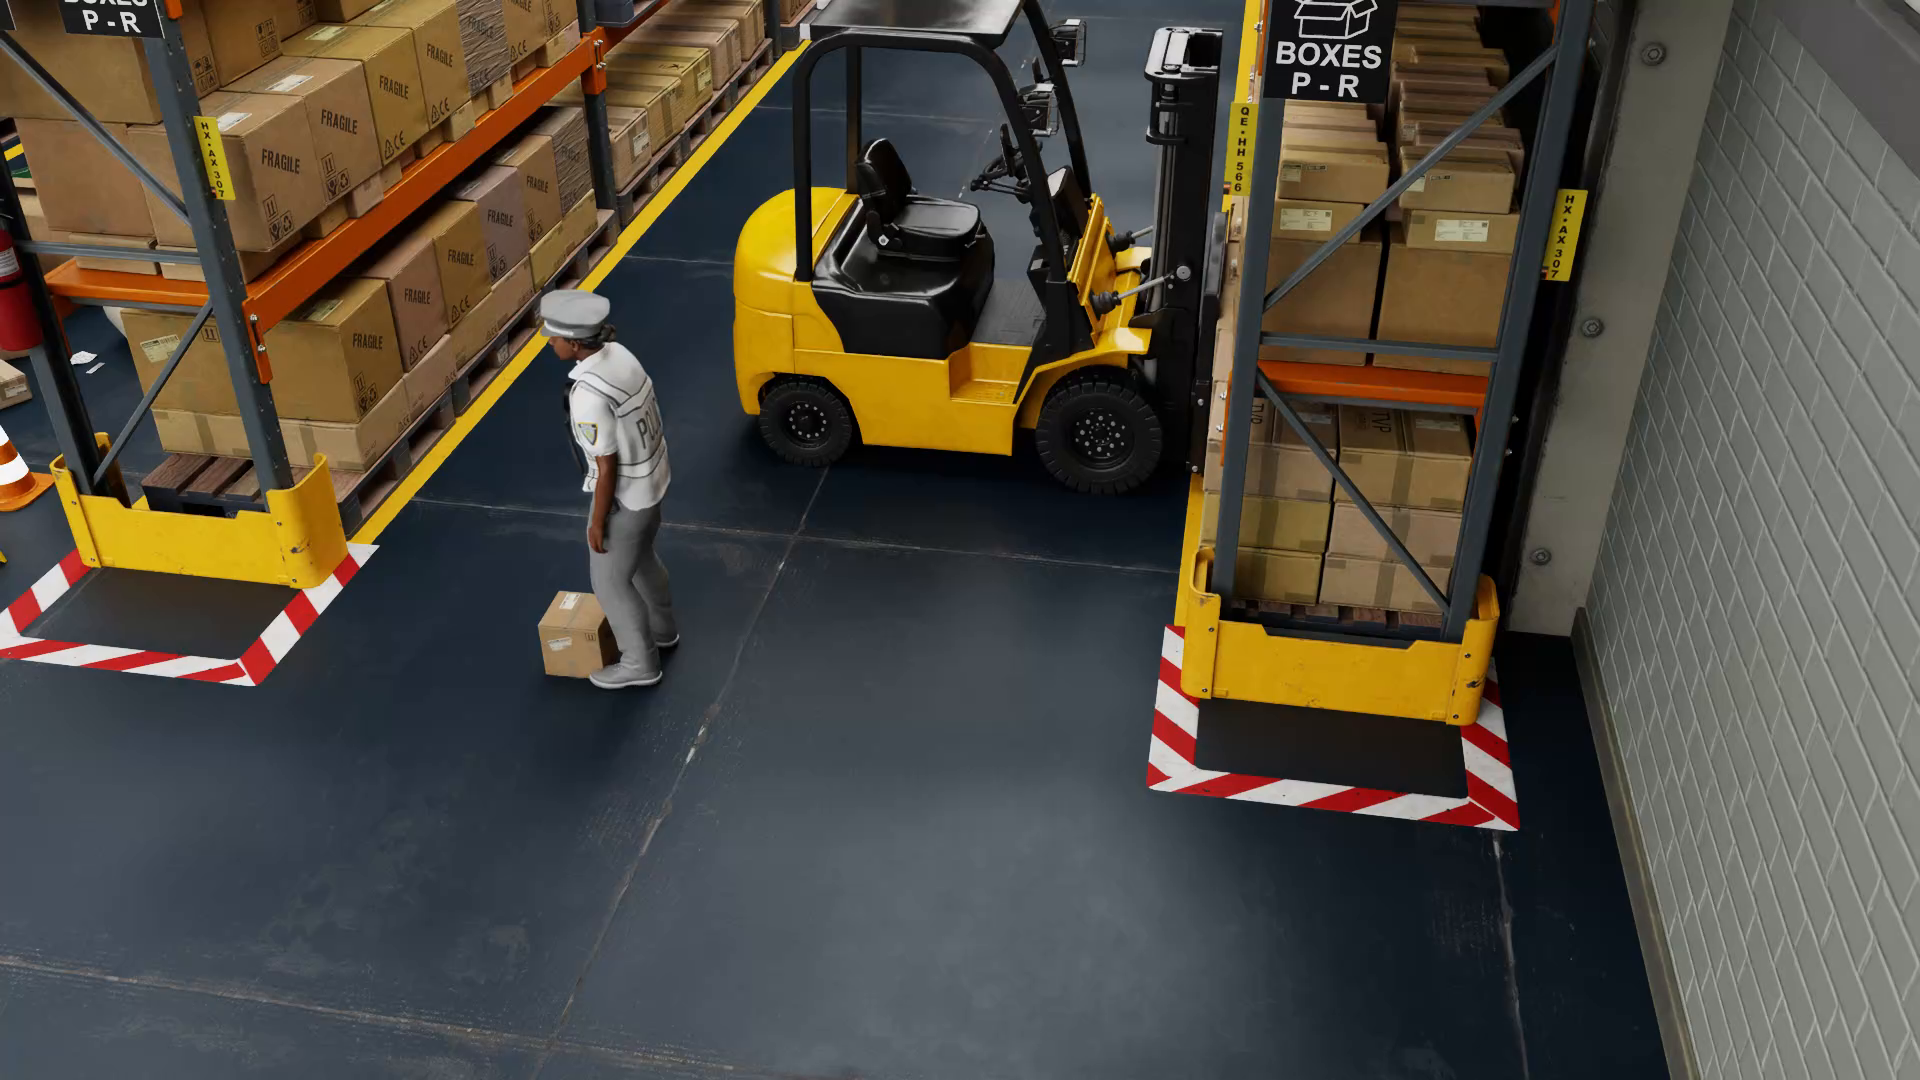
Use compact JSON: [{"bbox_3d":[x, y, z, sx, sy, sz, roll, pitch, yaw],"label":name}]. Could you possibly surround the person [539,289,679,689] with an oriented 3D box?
[{"bbox_3d":[-1.322,-0.185,6.426,0.396,1.662,0.532,3,33,5],"label":"person"}]
